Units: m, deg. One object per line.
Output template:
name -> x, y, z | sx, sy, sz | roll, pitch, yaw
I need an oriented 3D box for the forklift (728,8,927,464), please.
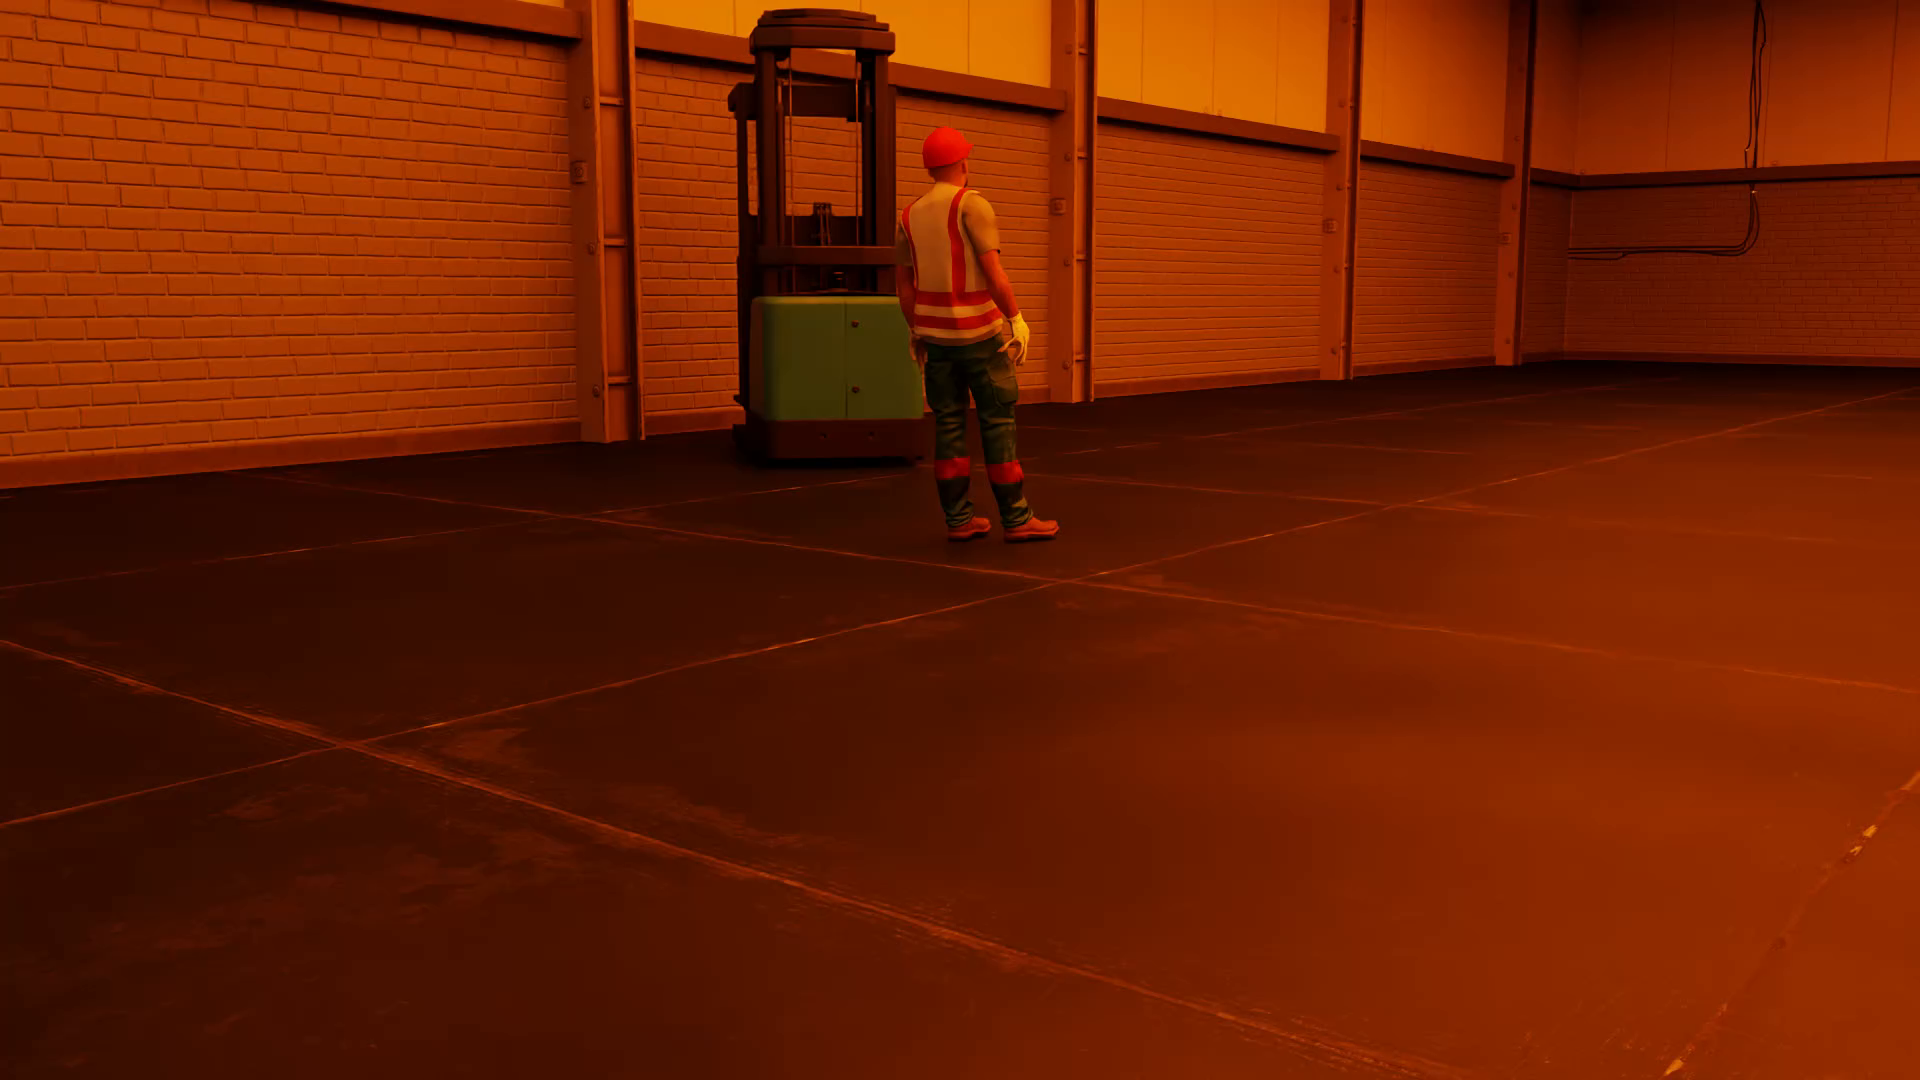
forklift -> -1.033, -2.111, 11.709 | 1.130, 2.935, 3.031 | -2, 9, -12

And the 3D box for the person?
person -> 0.059, -0.900, 7.329 | 0.638, 1.787, 0.564 | 7, 11, 38
